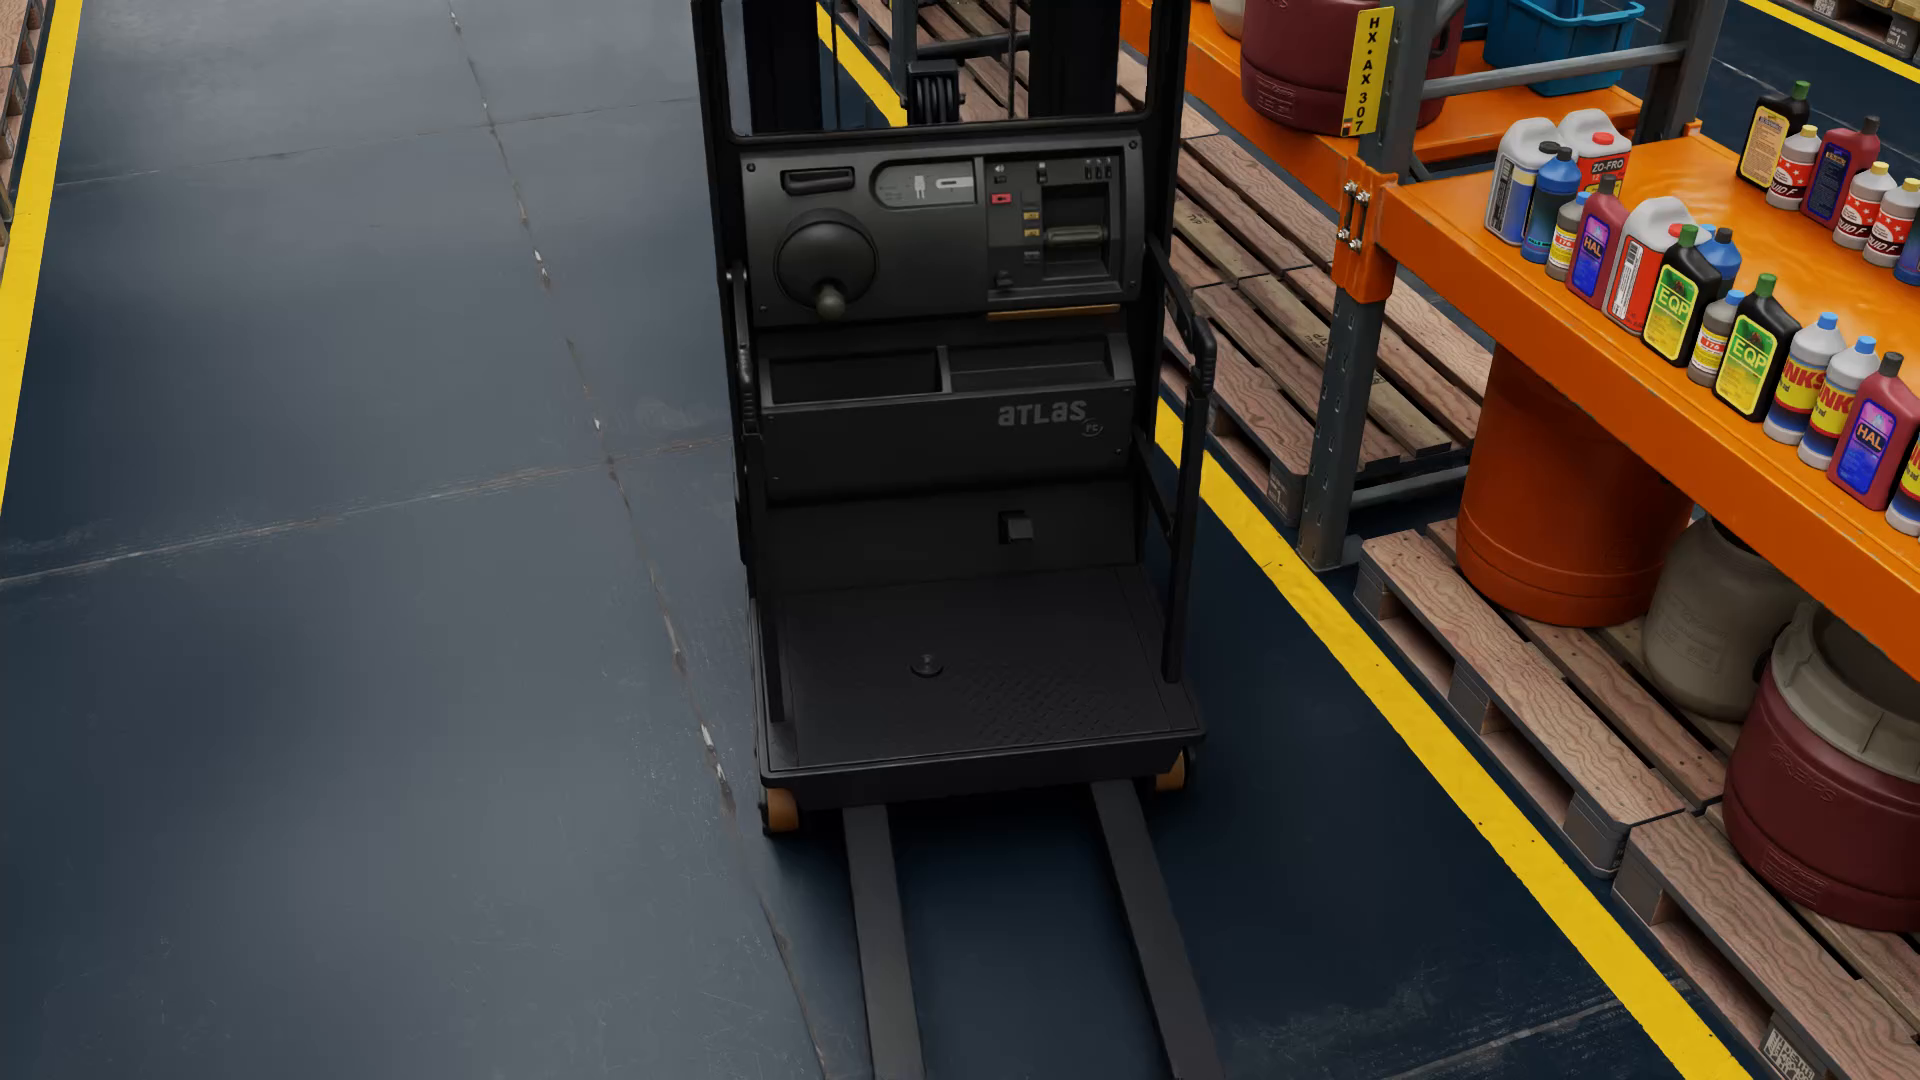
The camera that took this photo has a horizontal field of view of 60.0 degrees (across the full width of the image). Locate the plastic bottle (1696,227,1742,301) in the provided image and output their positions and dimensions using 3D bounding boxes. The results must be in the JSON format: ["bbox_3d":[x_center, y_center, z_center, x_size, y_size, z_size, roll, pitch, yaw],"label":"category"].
[{"bbox_3d":[1.613,-0.544,3.586,0.097,0.271,0.097,0,37,0],"label":"plastic bottle"}]

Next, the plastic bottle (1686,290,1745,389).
[{"bbox_3d":[1.602,-0.428,3.490,0.097,0.201,0.097,0,37,0],"label":"plastic bottle"}]

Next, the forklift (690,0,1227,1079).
[{"bbox_3d":[0.001,-0.654,3.682,1.130,2.935,3.031,-5,37,-7],"label":"forklift"}]

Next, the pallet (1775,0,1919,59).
[{"bbox_3d":[5.103,-2.988,9.041,1.003,0.211,1.213,-12,39,-16],"label":"pallet"}]

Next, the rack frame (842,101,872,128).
[{"bbox_3d":[-0.372,-0.967,5.660,0.200,1.050,0.008,-18,39,-22],"label":"rack frame"}]

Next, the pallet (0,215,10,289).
[{"bbox_3d":[-4.220,-0.907,6.279,1.003,0.211,1.213,-12,39,-16],"label":"pallet"}]

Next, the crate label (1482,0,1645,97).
[{"bbox_3d":[1.744,-1.475,4.855,0.303,0.233,0.416,-12,39,-16],"label":"crate label"}]

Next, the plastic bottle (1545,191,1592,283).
[{"bbox_3d":[1.430,-0.710,3.864,0.097,0.201,0.097,0,37,0],"label":"plastic bottle"}]

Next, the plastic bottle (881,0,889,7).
[{"bbox_3d":[-0.331,-2.908,8.454,0.144,0.351,0.185,-13,39,-17],"label":"plastic bottle"}]

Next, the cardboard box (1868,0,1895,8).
[{"bbox_3d":[4.894,-3.011,8.691,0.500,0.250,0.500,-11,38,-15],"label":"cardboard box"}]

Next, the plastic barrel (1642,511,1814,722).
[{"bbox_3d":[2.000,0.173,4.246,0.421,0.512,0.421,0,37,0],"label":"plastic barrel"}]

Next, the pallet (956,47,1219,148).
[{"bbox_3d":[0.468,-1.937,7.646,1.003,0.211,1.213,-12,39,-16],"label":"pallet"}]

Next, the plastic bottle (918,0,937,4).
[{"bbox_3d":[-0.196,-2.938,8.493,0.144,0.351,0.185,-12,39,-16],"label":"plastic bottle"}]

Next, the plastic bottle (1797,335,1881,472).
[{"bbox_3d":[1.715,-0.271,3.223,0.097,0.271,0.097,0,37,0],"label":"plastic bottle"}]

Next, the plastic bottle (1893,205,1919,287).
[{"bbox_3d":[2.246,-0.726,3.827,0.097,0.271,0.097,0,37,0],"label":"plastic bottle"}]

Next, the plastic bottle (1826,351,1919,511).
[{"bbox_3d":[1.738,-0.206,3.128,0.061,0.283,0.133,-12,39,-16],"label":"plastic bottle"}]

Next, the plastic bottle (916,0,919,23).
[{"bbox_3d":[-0.257,-2.685,8.281,0.097,0.201,0.097,0,37,0],"label":"plastic bottle"}]

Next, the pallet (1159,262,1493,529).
[{"bbox_3d":[1.307,-0.558,5.816,1.003,0.211,1.213,-12,39,-16],"label":"pallet"}]

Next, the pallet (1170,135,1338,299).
[{"bbox_3d":[0.891,-1.247,6.729,1.003,0.211,1.213,-12,39,-16],"label":"pallet"}]

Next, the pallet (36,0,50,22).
[{"bbox_3d":[-5.594,-3.097,9.187,1.003,0.211,1.213,-12,39,-16],"label":"pallet"}]

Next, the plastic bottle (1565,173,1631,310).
[{"bbox_3d":[1.453,-0.674,3.748,0.061,0.283,0.133,-12,39,-16],"label":"plastic bottle"}]

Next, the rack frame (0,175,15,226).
[{"bbox_3d":[-4.490,-2.461,6.024,1.000,3.000,0.127,-12,39,-16],"label":"rack frame"}]

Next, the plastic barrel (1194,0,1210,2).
[{"bbox_3d":[0.838,-2.046,5.380,0.421,0.512,0.421,0,37,0],"label":"plastic barrel"}]

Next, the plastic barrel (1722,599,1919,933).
[{"bbox_3d":[2.110,0.480,3.775,0.600,0.588,0.708,-12,39,-16],"label":"plastic barrel"}]

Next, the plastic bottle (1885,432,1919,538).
[{"bbox_3d":[1.794,-0.140,3.050,0.097,0.271,0.097,0,37,0],"label":"plastic bottle"}]

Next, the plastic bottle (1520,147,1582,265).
[{"bbox_3d":[1.397,-0.793,3.916,0.097,0.271,0.097,0,37,0],"label":"plastic bottle"}]

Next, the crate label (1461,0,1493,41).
[{"bbox_3d":[1.449,-1.858,5.194,0.502,0.435,0.616,-12,39,-16],"label":"crate label"}]

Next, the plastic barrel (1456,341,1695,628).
[{"bbox_3d":[1.722,-0.255,4.550,0.600,0.830,0.708,-12,39,-16],"label":"plastic barrel"}]

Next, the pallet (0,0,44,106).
[{"bbox_3d":[-5.177,-2.409,8.273,1.003,0.211,1.213,-12,39,-16],"label":"pallet"}]

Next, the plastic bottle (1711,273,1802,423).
[{"bbox_3d":[1.625,-0.392,3.374,0.061,0.283,0.133,-12,39,-16],"label":"plastic bottle"}]

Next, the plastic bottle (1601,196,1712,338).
[{"bbox_3d":[1.542,-0.604,3.662,0.152,0.276,0.135,-12,39,-16],"label":"plastic bottle"}]

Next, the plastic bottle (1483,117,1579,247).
[{"bbox_3d":[1.383,-0.866,4.009,0.152,0.276,0.135,-12,39,-16],"label":"plastic bottle"}]

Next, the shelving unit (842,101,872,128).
[{"bbox_3d":[-0.314,-0.905,5.573,0.215,1.050,0.252,-18,39,-22],"label":"shelving unit"}]

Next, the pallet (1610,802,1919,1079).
[{"bbox_3d":[2.264,1.012,3.731,1.003,0.211,1.213,-12,39,-16],"label":"pallet"}]

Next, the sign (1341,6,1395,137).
[{"bbox_3d":[1.023,-1.174,4.180,0.100,0.325,0.005,-12,39,-16],"label":"sign"}]

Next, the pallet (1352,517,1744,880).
[{"bbox_3d":[1.848,0.324,4.644,1.003,0.211,1.213,-12,39,-16],"label":"pallet"}]

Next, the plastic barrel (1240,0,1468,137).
[{"bbox_3d":[1.093,-1.480,4.609,0.600,0.536,0.708,-12,39,-16],"label":"plastic barrel"}]

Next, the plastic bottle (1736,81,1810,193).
[{"bbox_3d":[2.077,-1.040,4.234,0.061,0.283,0.133,-12,39,-16],"label":"plastic bottle"}]

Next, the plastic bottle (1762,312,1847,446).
[{"bbox_3d":[1.682,-0.326,3.296,0.097,0.271,0.097,0,37,0],"label":"plastic bottle"}]

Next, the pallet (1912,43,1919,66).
[{"bbox_3d":[5.527,-2.297,8.125,1.003,0.211,1.213,-12,39,-16],"label":"pallet"}]

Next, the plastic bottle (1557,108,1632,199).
[{"bbox_3d":[1.526,-0.897,4.051,0.152,0.276,0.135,-12,39,-16],"label":"plastic bottle"}]

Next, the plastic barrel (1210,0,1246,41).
[{"bbox_3d":[0.983,-1.808,5.064,0.421,0.512,0.421,0,37,0],"label":"plastic barrel"}]

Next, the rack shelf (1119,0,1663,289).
[{"bbox_3d":[0.849,-2.069,6.102,1.077,0.370,4.000,-12,39,-16],"label":"rack shelf"}]

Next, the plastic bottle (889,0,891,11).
[{"bbox_3d":[-0.314,-2.780,8.340,0.061,0.283,0.133,-11,38,-14],"label":"plastic bottle"}]

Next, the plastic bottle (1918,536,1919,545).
[{"bbox_3d":[1.860,-0.082,2.969,0.152,0.276,0.135,-12,39,-16],"label":"plastic bottle"}]

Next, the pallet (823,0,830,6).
[{"bbox_3d":[-0.455,-3.451,9.656,1.003,0.211,1.213,-12,39,-16],"label":"pallet"}]

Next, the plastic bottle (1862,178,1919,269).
[{"bbox_3d":[2.213,-0.753,3.921,0.097,0.201,0.097,0,37,0],"label":"plastic bottle"}]

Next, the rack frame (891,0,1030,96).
[{"bbox_3d":[0.161,-3.486,7.385,1.000,3.000,0.127,-12,39,-16],"label":"rack frame"}]

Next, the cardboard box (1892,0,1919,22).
[{"bbox_3d":[5.075,-2.719,8.303,0.500,0.250,0.500,-14,39,-17],"label":"cardboard box"}]

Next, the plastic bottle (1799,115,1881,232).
[{"bbox_3d":[2.157,-0.909,4.061,0.061,0.283,0.133,-12,39,-16],"label":"plastic bottle"}]

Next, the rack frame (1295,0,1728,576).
[{"bbox_3d":[1.537,-1.227,4.385,1.000,3.000,0.127,-12,39,-16],"label":"rack frame"}]

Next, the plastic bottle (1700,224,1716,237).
[{"bbox_3d":[1.653,-0.611,3.733,0.097,0.201,0.097,0,37,0],"label":"plastic bottle"}]

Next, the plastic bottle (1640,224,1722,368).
[{"bbox_3d":[1.545,-0.522,3.547,0.061,0.283,0.133,-12,39,-16],"label":"plastic bottle"}]

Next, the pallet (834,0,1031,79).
[{"bbox_3d":[-0.031,-2.760,8.739,1.003,0.211,1.213,-12,39,-16],"label":"pallet"}]

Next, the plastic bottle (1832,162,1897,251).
[{"bbox_3d":[2.179,-0.808,3.994,0.097,0.201,0.097,0,37,0],"label":"plastic bottle"}]

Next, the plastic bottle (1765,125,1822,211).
[{"bbox_3d":[2.100,-0.938,4.167,0.097,0.201,0.097,0,37,0],"label":"plastic bottle"}]

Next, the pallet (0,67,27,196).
[{"bbox_3d":[-4.754,-1.719,7.357,1.003,0.211,1.213,-12,39,-16],"label":"pallet"}]

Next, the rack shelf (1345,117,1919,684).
[{"bbox_3d":[2.226,0.191,3.102,1.077,0.370,4.000,-12,39,-16],"label":"rack shelf"}]
